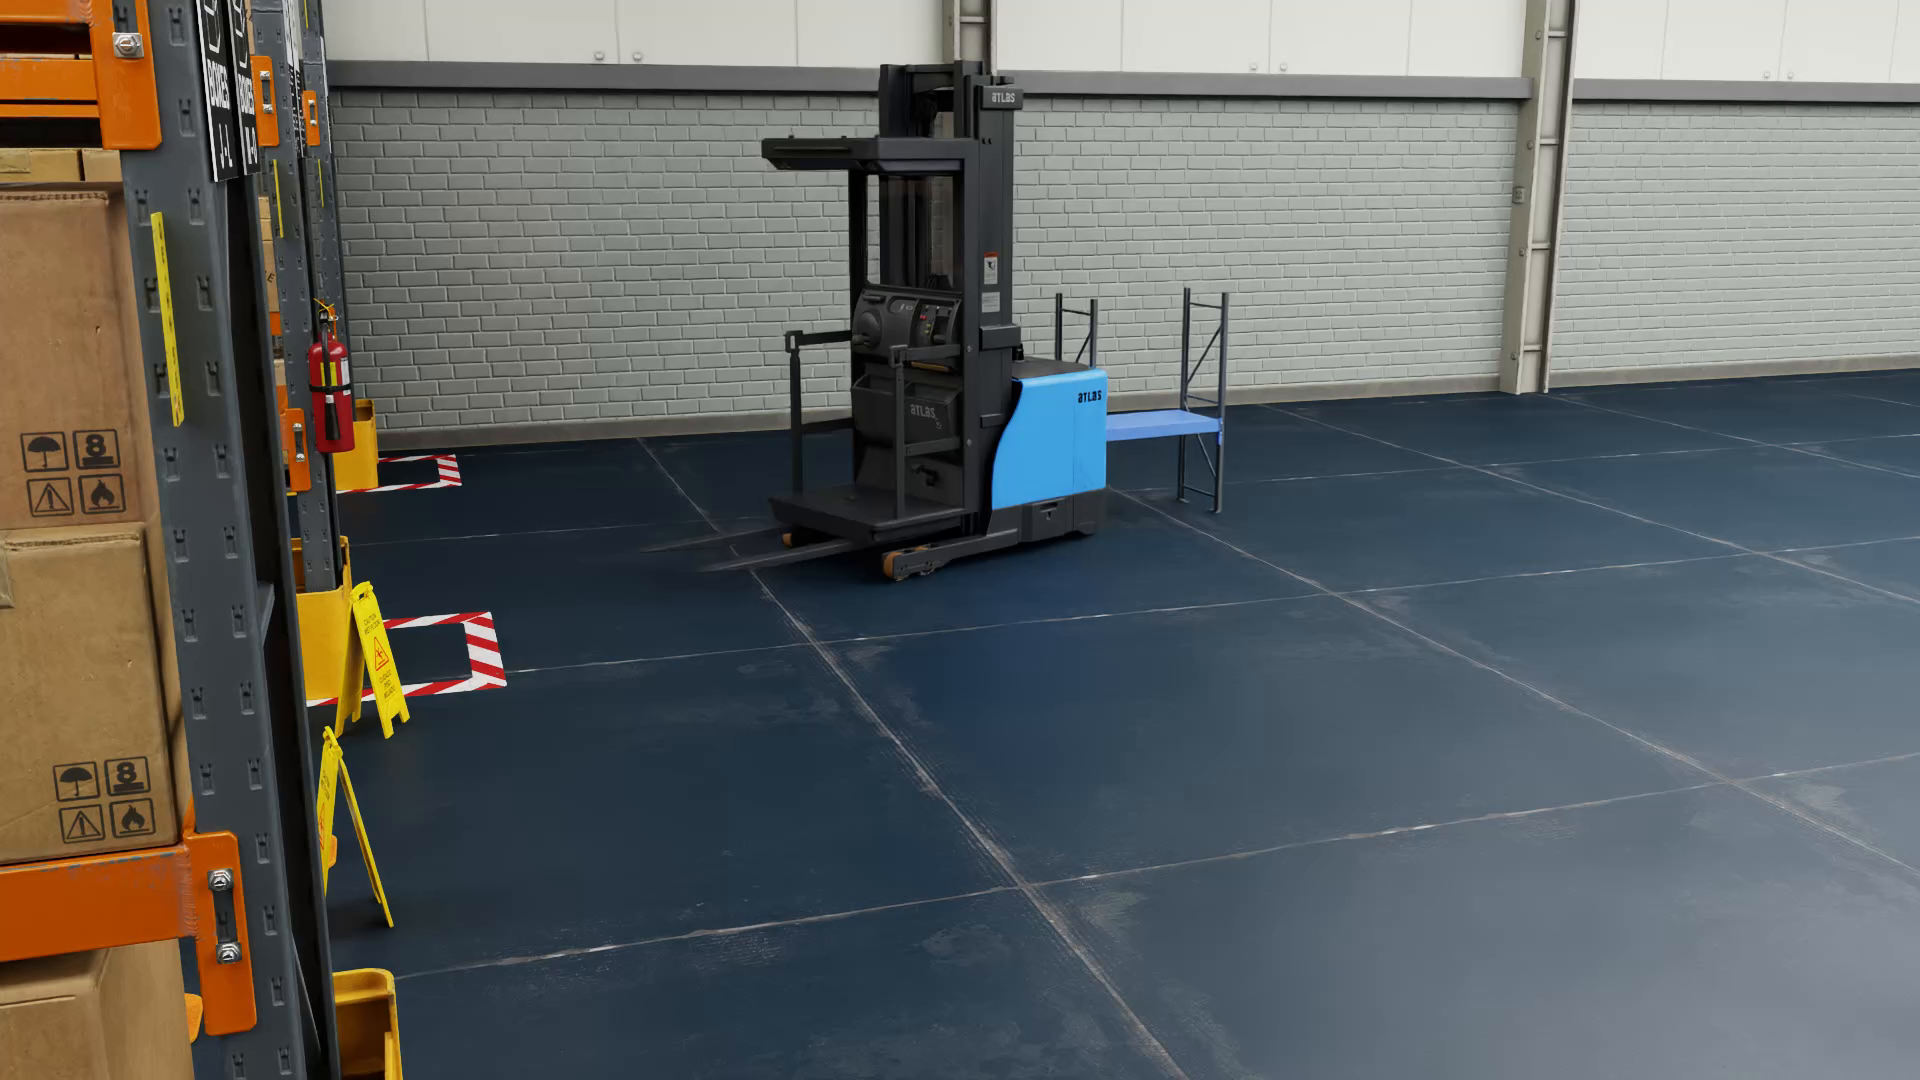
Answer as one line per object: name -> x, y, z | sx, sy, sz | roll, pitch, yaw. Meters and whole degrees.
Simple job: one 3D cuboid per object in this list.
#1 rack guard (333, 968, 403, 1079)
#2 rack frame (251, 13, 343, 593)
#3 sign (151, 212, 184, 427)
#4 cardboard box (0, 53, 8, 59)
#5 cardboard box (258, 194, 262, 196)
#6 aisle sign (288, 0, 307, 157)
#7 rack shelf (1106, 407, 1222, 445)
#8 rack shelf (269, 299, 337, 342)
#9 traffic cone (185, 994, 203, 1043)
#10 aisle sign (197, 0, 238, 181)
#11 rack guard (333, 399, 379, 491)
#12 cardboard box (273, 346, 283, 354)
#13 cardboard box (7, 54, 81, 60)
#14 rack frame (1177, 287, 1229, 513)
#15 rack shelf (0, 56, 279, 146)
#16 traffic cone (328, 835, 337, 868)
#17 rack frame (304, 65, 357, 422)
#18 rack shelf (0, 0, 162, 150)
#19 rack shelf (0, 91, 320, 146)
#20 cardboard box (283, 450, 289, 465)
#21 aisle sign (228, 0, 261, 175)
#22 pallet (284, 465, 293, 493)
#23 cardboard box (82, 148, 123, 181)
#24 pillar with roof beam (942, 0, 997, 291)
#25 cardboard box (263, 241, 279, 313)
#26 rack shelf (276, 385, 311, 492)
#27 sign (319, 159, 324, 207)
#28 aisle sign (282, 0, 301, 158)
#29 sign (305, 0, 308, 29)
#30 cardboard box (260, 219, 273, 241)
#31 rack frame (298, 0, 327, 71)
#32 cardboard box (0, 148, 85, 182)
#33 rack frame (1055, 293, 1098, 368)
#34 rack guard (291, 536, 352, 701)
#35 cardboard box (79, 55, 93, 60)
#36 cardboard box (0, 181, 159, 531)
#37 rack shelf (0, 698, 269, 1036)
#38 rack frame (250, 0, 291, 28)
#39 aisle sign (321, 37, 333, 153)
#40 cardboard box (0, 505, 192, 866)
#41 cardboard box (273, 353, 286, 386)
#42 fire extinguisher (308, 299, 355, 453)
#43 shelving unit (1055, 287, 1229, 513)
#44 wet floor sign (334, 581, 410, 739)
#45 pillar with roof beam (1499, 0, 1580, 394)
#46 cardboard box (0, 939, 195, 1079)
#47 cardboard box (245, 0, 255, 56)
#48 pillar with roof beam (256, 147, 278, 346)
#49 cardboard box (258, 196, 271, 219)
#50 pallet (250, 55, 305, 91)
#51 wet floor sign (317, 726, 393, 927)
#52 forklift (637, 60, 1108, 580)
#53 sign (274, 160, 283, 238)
rack guard -> -1.372, 1.429, 3.555 | 0.348, 0.500, 1.175 | -4, 14, -18
rack frame -> -3.069, -0.864, 7.791 | 0.127, 3.000, 1.000 | -4, 14, -18
sign -> -1.234, -0.344, 2.592 | 0.005, 0.325, 0.100 | -4, 14, -18
cardboard box -> -4.067, -2.071, 6.929 | 0.250, 0.149, 0.380 | -4, 14, -18
cardboard box -> -5.314, -2.477, 12.314 | 0.250, 0.149, 0.380 | -4, 14, -16
aisle sign -> -3.109, -2.201, 7.795 | 0.004, 0.787, 0.394 | -4, 14, -18
rack shelf -> 1.215, -0.741, 11.295 | 1.000, 0.185, 0.538 | -7, 15, -25
rack shelf -> -6.551, -1.454, 11.830 | 4.000, 0.370, 1.077 | -4, 14, -18
traffic cone -> -2.351, 1.177, 4.697 | 0.334, 0.463, 0.336 | -4, 14, -18
aisle sign -> -1.231, -0.990, 2.703 | 0.004, 0.787, 0.394 | -4, 14, -18
rack guard -> -4.633, -0.738, 12.664 | 0.348, 0.500, 1.175 | -4, 14, -18
cardboard box -> -5.171, -1.311, 12.546 | 0.500, 0.250, 0.500 | -5, 14, -19
cardboard box -> -3.806, -2.075, 6.946 | 0.250, 0.149, 0.380 | -4, 14, -16
rack frame -> 1.671, -0.968, 11.472 | 0.032, 1.500, 0.500 | -7, 15, -25
rack shelf -> -4.964, -1.825, 6.907 | 4.000, 0.370, 1.077 | -4, 14, -18
traffic cone -> -2.389, 0.904, 5.844 | 0.334, 0.463, 0.336 | -4, 14, -18
rack frame -> -4.655, -1.952, 12.367 | 0.127, 3.000, 1.000 | -4, 14, -18
rack shelf -> -3.290, -0.747, 2.374 | 4.000, 0.370, 1.077 | -4, 14, -18
rack shelf -> -6.551, -2.914, 11.482 | 4.000, 0.370, 1.077 | -4, 14, -18
cardboard box -> -5.000, -0.715, 12.199 | 0.500, 0.250, 0.500 | -4, 14, -18
aisle sign -> -1.423, -1.121, 3.256 | 0.004, 0.787, 0.394 | -4, 14, -18
pallet -> -5.367, -0.530, 12.414 | 1.213, 0.211, 1.003 | -4, 14, -18
cardboard box -> -3.483, -1.458, 7.270 | 0.500, 0.500, 0.700 | -5, 14, -19
pillar with roof beam -> 1.457, -4.515, 10.180 | 0.400, 9.000, 9.100 | -4, 14, -18
cardboard box -> -5.038, -1.907, 11.960 | 0.500, 0.500, 0.500 | -5, 14, -19
rack shelf -> -4.964, -0.366, 7.254 | 4.000, 0.370, 1.077 | -4, 14, -18
sign -> -4.496, -2.510, 11.701 | 0.005, 0.325, 0.100 | -4, 14, -18
aisle sign -> -2.918, -2.069, 7.242 | 0.004, 0.787, 0.394 | -4, 14, -18
sign -> -4.496, -3.683, 11.422 | 0.005, 0.325, 0.100 | -4, 14, -18
cardboard box -> -4.895, -2.229, 11.914 | 0.250, 0.149, 0.380 | -4, 14, -17
rack frame -> -4.655, -4.871, 11.673 | 0.127, 3.000, 1.000 | -4, 14, -18
cardboard box -> -3.965, -1.422, 7.120 | 0.500, 0.500, 0.700 | -4, 14, -18
rack frame -> 0.759, -0.864, 11.035 | 0.032, 1.500, 0.500 | -7, 15, -25
rack guard -> -3.141, 0.358, 8.057 | 0.348, 0.500, 1.175 | -4, 14, -18
cardboard box -> -3.543, -2.087, 6.997 | 0.250, 0.149, 0.380 | -4, 14, -18
cardboard box -> -1.758, -0.365, 3.037 | 0.550, 0.550, 0.875 | -4, 14, -18
rack shelf -> -3.290, 0.712, 2.721 | 4.000, 0.370, 1.077 | -4, 14, -18
rack frame -> -3.069, -3.782, 7.097 | 0.127, 3.000, 1.000 | -4, 14, -18
aisle sign -> -4.500, -3.157, 11.816 | 0.004, 0.787, 0.394 | -4, 14, -18
cardboard box -> -1.732, 0.179, 3.084 | 0.550, 0.550, 0.875 | -4, 14, -18
cardboard box -> -4.992, -1.203, 12.090 | 0.500, 0.250, 0.500 | -4, 14, -16
fire extinguisher -> -2.813, -0.733, 7.411 | 0.183, 0.674, 0.296 | -4, 14, -18
shelving unit -> 1.215, -0.916, 11.253 | 1.048, 1.500, 0.538 | -7, 15, -25
wet floor sign -> -2.547, 0.502, 7.136 | 0.232, 0.644, 0.267 | 0, 13, 1
pillar with roof beam -> 7.144, -4.958, 12.042 | 0.400, 9.000, 9.100 | -4, 14, -18
cardboard box -> -2.016, 1.109, 3.184 | 0.875, 0.875, 0.875 | -4, 14, -18
cardboard box -> -4.997, -3.627, 11.586 | 0.500, 0.500, 0.500 | -4, 14, -16
pillar with roof beam -> -4.230, -4.073, 8.318 | 0.400, 9.000, 9.100 | -4, 14, -18
cardboard box -> -4.928, -2.388, 11.940 | 0.250, 0.149, 0.380 | -4, 14, -18
pallet -> -5.334, -3.322, 11.834 | 1.213, 0.211, 1.003 | -4, 14, -18
wet floor sign -> -1.998, 0.924, 5.366 | 0.232, 0.644, 0.267 | -7, 15, -28
forklift -> -0.481, -1.327, 9.888 | 3.031, 2.935, 1.130 | -12, 18, -40
sign -> -2.911, -1.457, 7.103 | 0.005, 0.325, 0.100 | -4, 14, -18
